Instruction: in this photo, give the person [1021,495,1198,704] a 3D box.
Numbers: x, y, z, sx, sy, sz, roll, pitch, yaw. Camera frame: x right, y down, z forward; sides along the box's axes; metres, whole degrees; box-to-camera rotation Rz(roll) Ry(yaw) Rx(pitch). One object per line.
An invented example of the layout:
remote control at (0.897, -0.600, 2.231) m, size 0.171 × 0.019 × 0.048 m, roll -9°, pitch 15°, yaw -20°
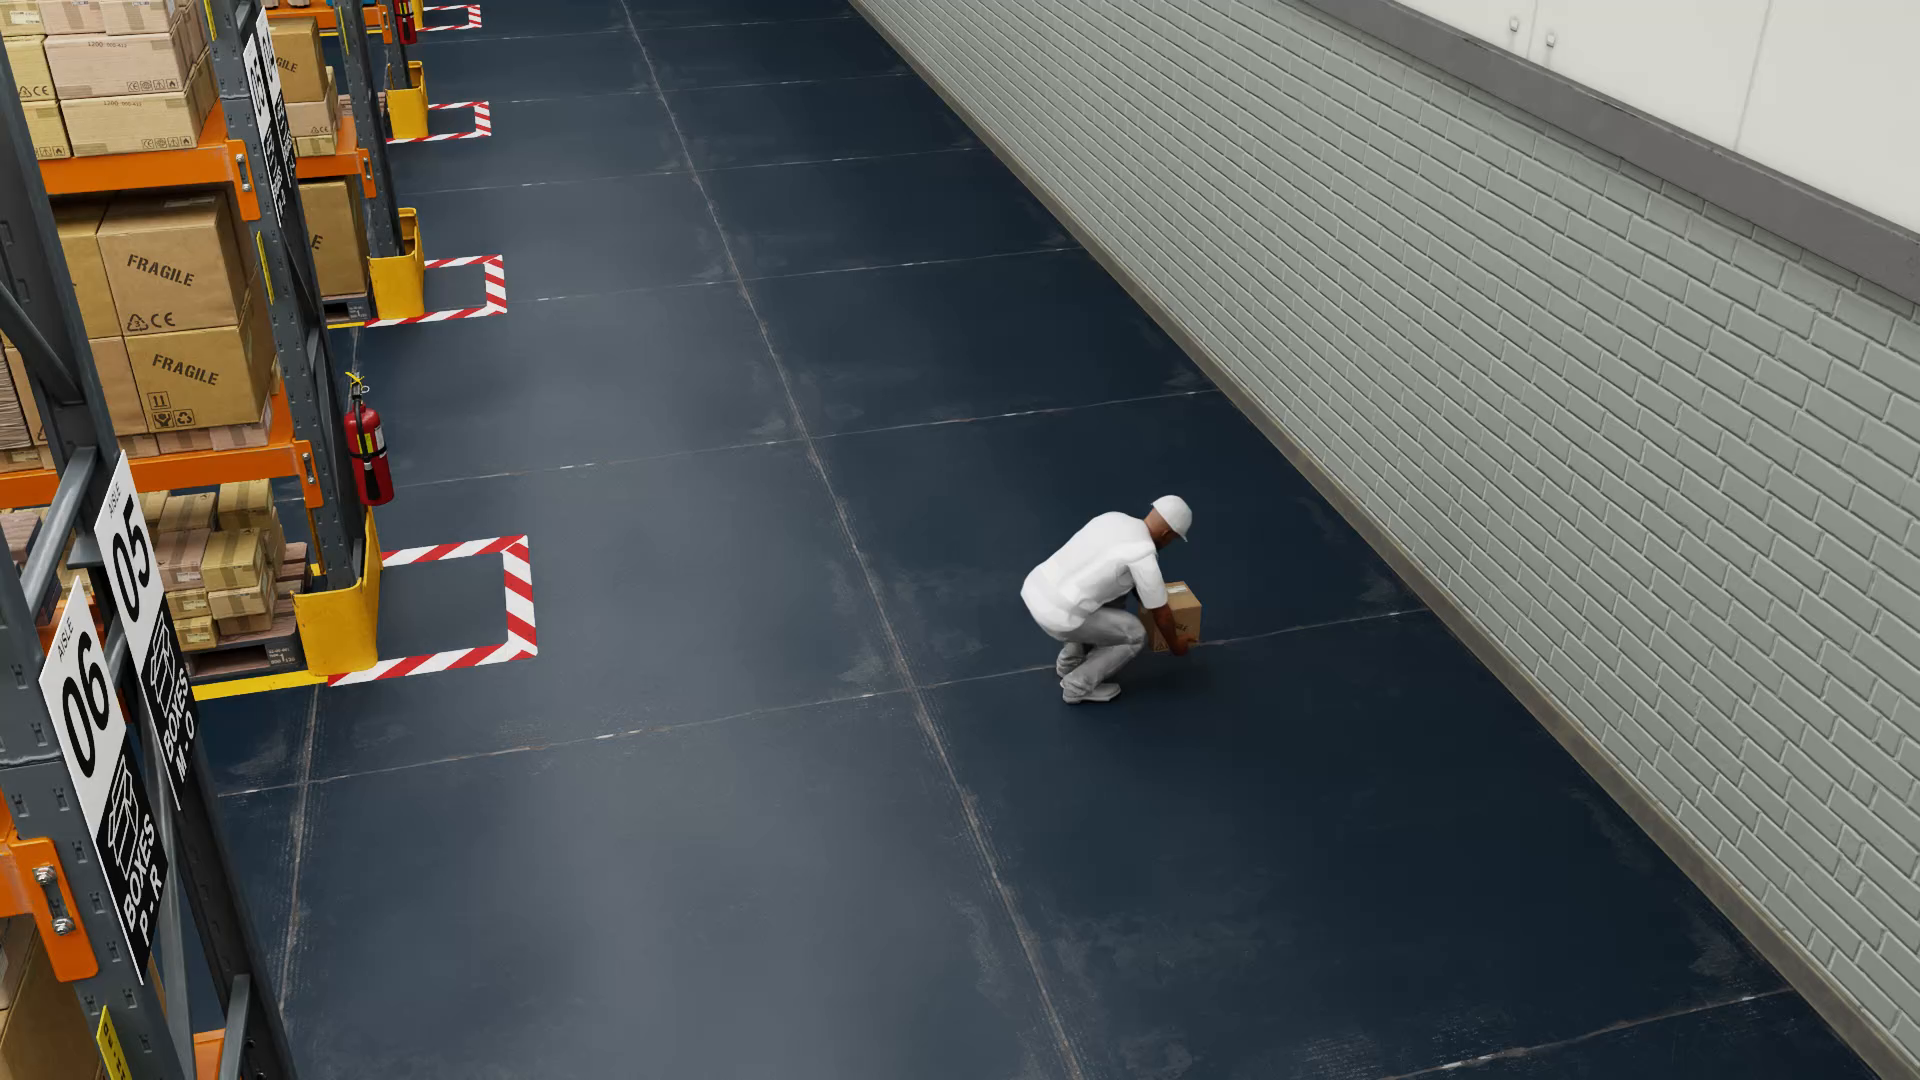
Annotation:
person at (0.756, 0.280, 8.494) m, size 0.902 × 1.012 × 0.537 m, roll -9°, pitch 31°, yaw -14°
